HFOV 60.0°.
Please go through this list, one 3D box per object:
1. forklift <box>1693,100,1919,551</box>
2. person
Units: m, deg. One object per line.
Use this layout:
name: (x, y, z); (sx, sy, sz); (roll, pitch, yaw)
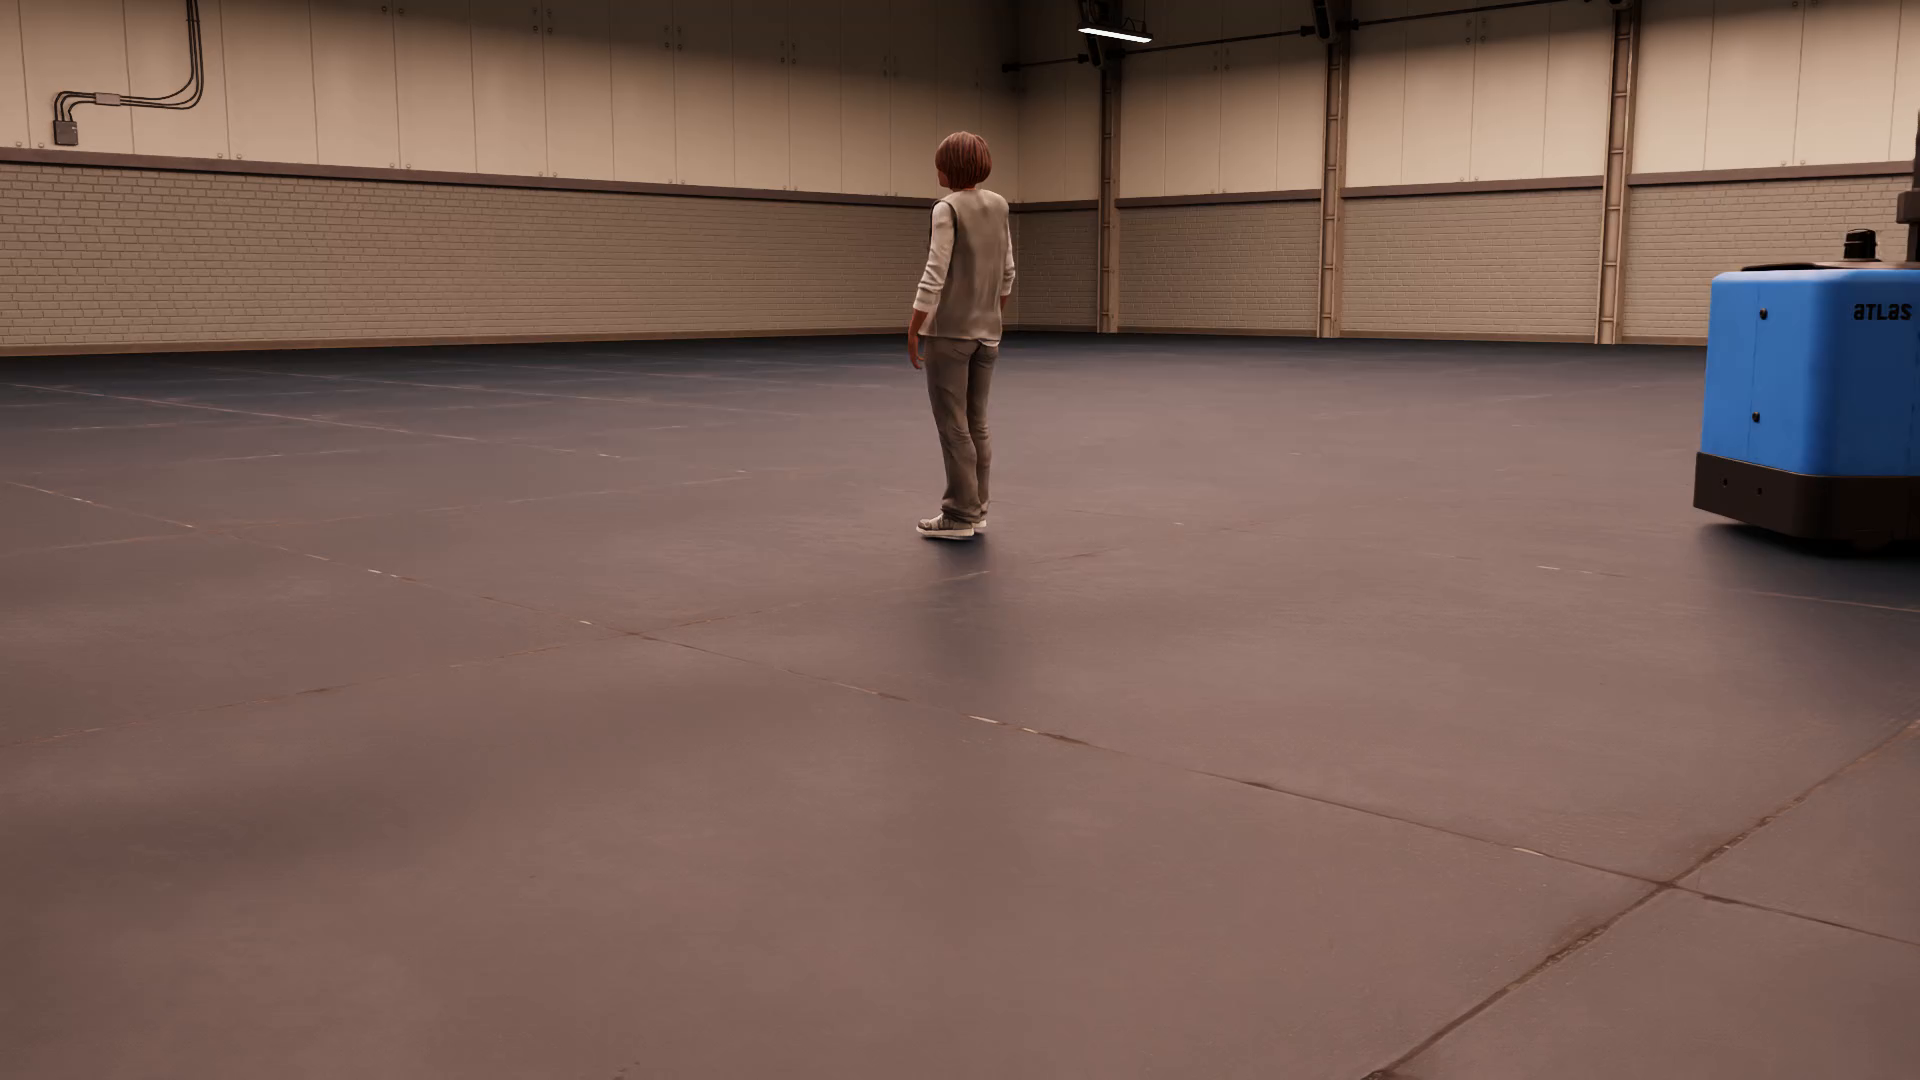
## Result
forklift: (4.679, -1.454, 6.531); (3.031, 2.935, 1.130); (0, 9, 0)
person: (-0.044, -0.806, 6.659); (0.473, 1.599, 0.521); (8, 12, 43)
